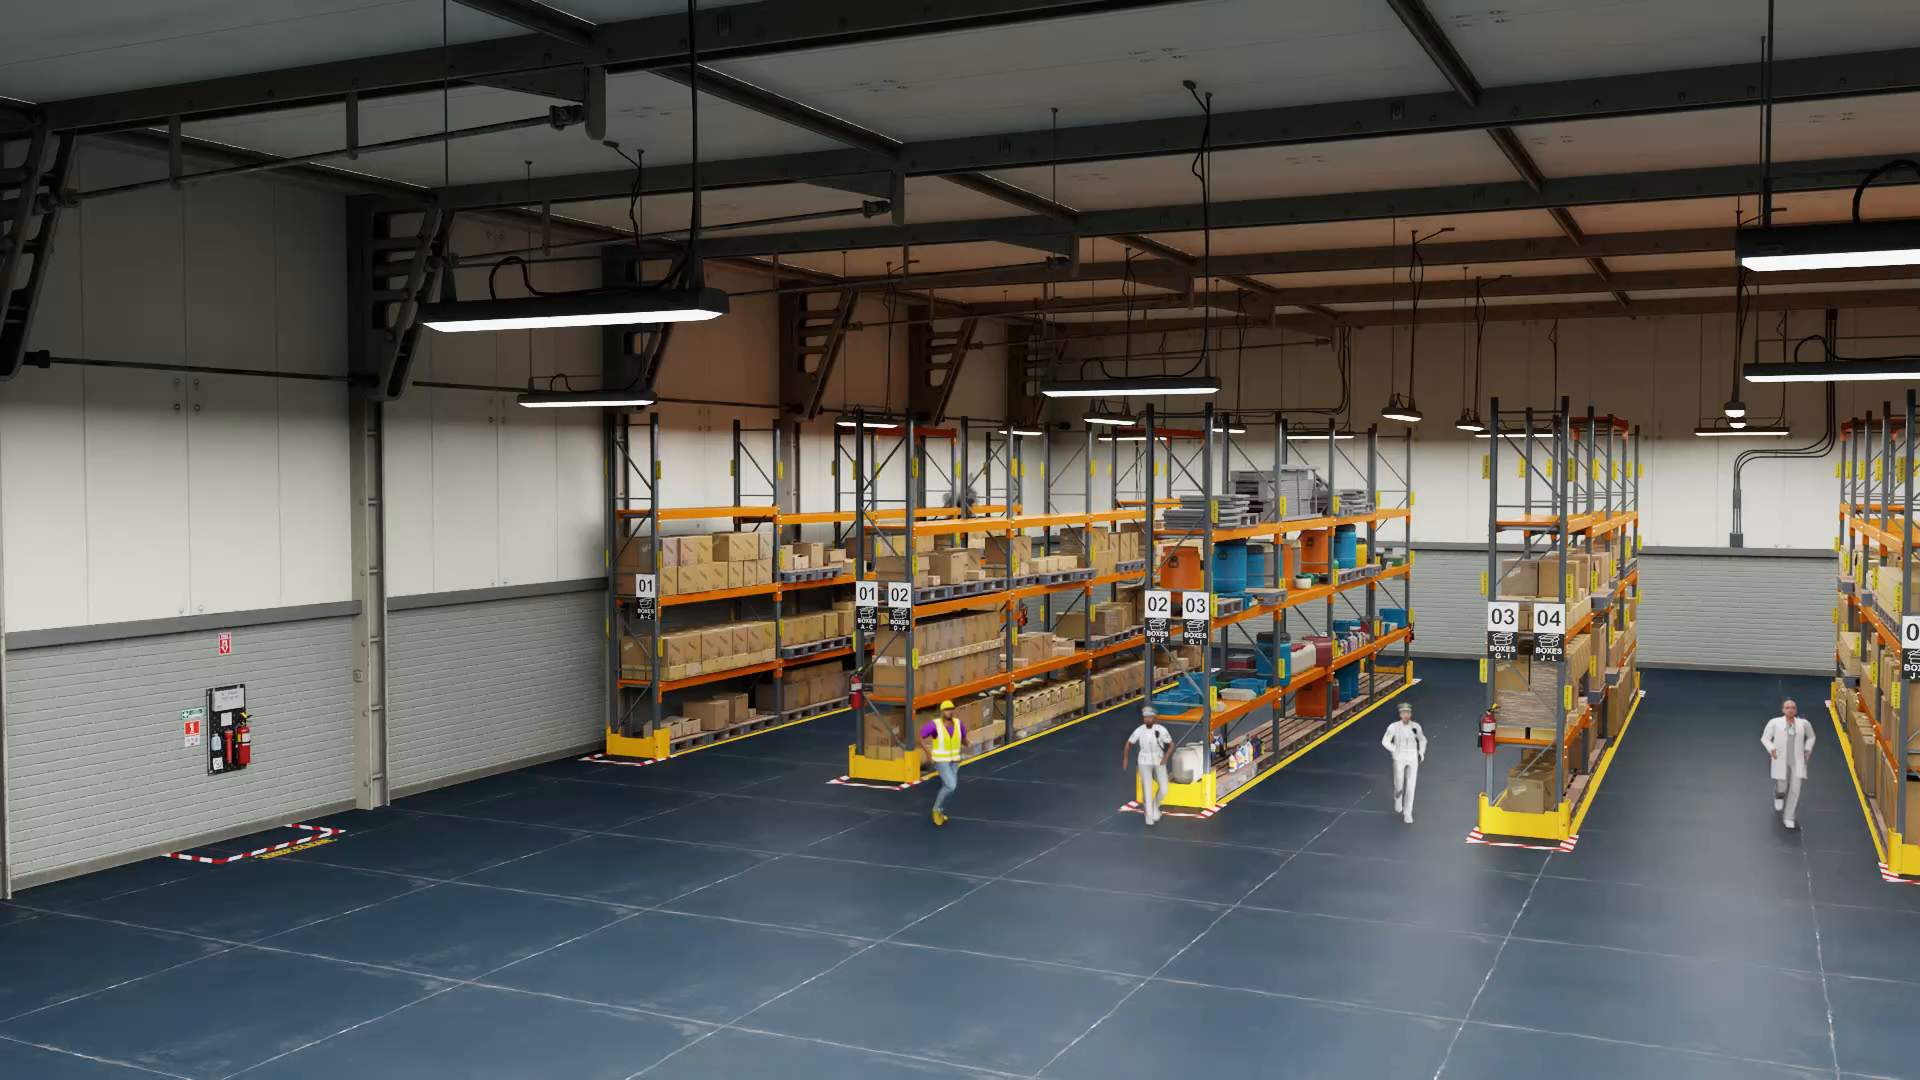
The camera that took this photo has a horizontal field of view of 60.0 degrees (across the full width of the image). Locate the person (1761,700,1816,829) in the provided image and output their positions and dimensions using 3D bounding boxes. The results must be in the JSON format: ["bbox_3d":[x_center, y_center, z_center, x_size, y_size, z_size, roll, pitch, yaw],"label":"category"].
[{"bbox_3d":[11.722,3.141,23.508,0.709,1.752,0.869,1,3,19],"label":"person"}]

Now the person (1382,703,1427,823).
[{"bbox_3d":[6.382,3.161,23.847,0.641,1.677,0.700,0,2,8],"label":"person"}]

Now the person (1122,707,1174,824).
[{"bbox_3d":[2.680,3.198,23.620,0.737,1.664,0.505,0,2,-3],"label":"person"}]

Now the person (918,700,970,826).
[{"bbox_3d":[-0.162,3.145,23.487,0.668,1.771,0.684,-2,3,-34],"label":"person"}]
